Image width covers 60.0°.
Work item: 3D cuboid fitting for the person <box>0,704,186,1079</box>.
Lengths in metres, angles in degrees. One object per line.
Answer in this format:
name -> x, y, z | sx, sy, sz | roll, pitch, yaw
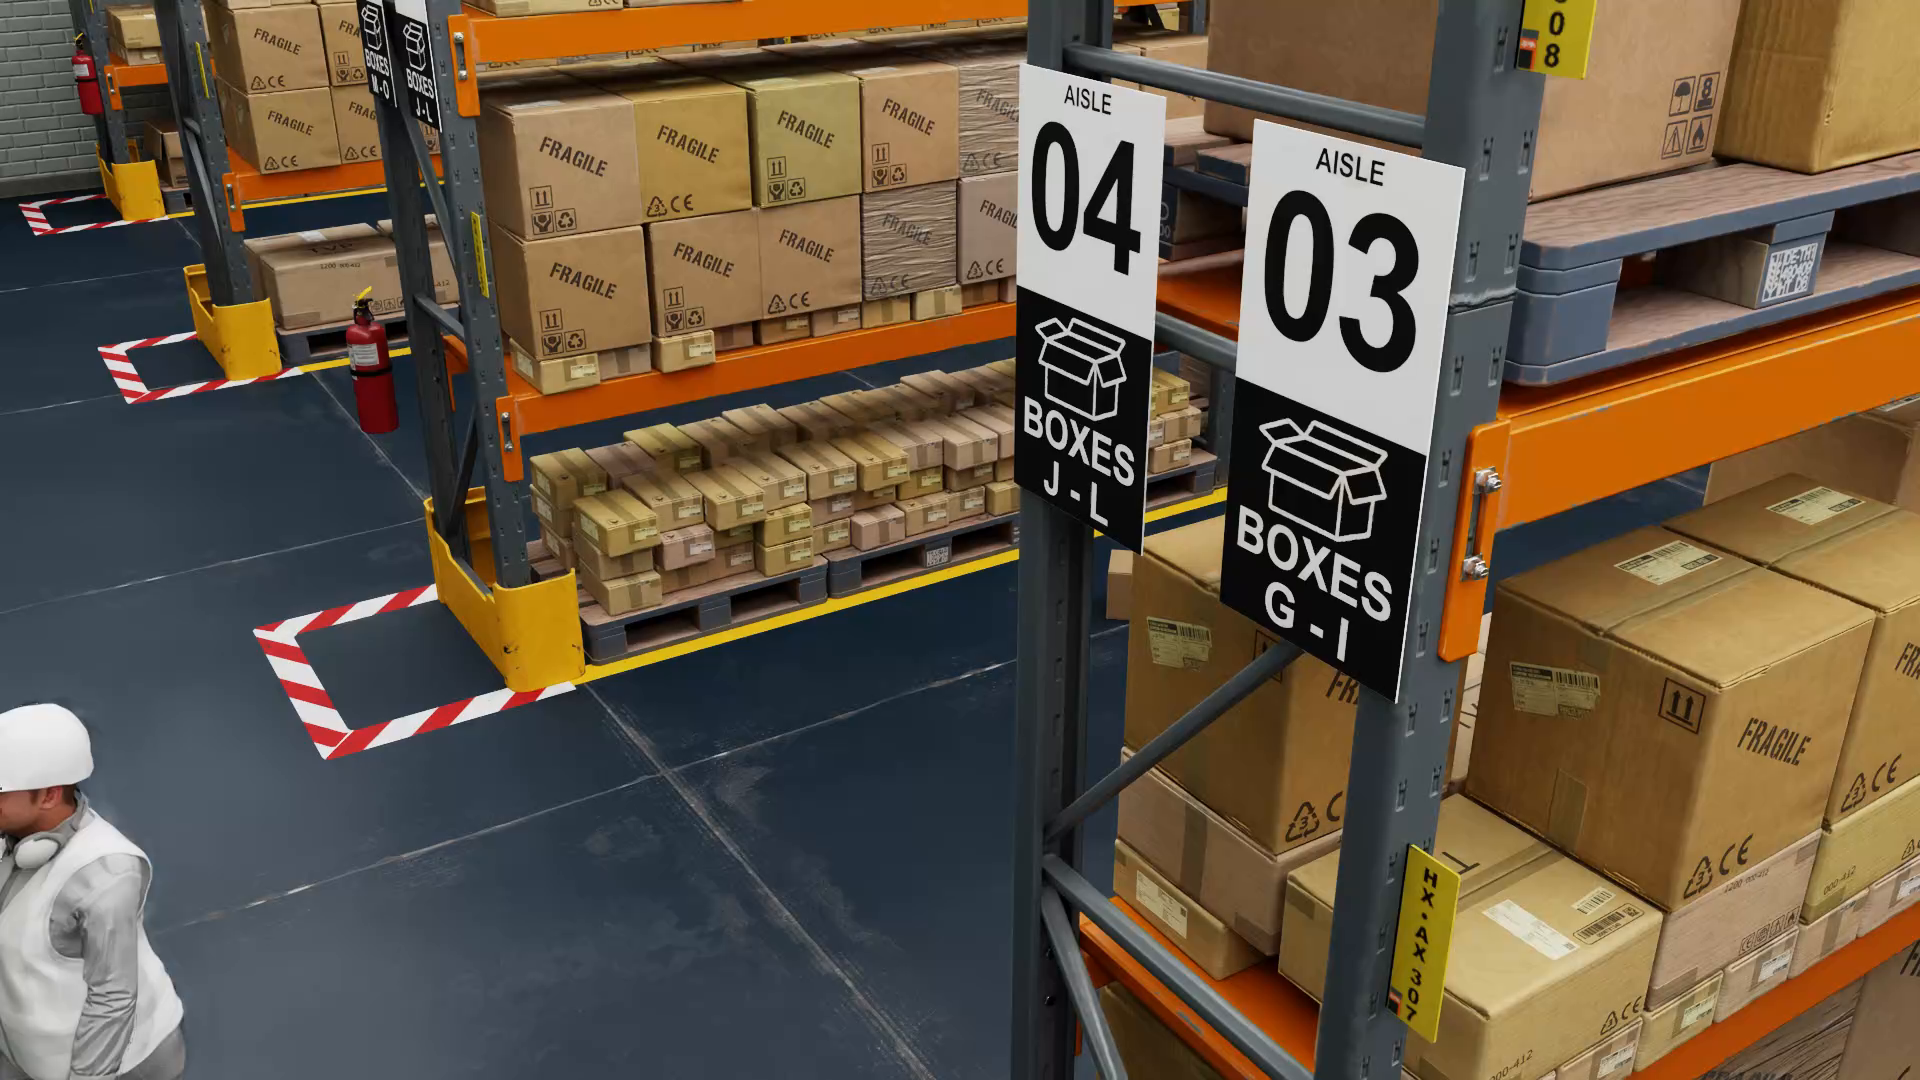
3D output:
person -> -2.133, 1.236, 3.938 | 0.547, 1.804, 0.756 | 16, 29, 30
